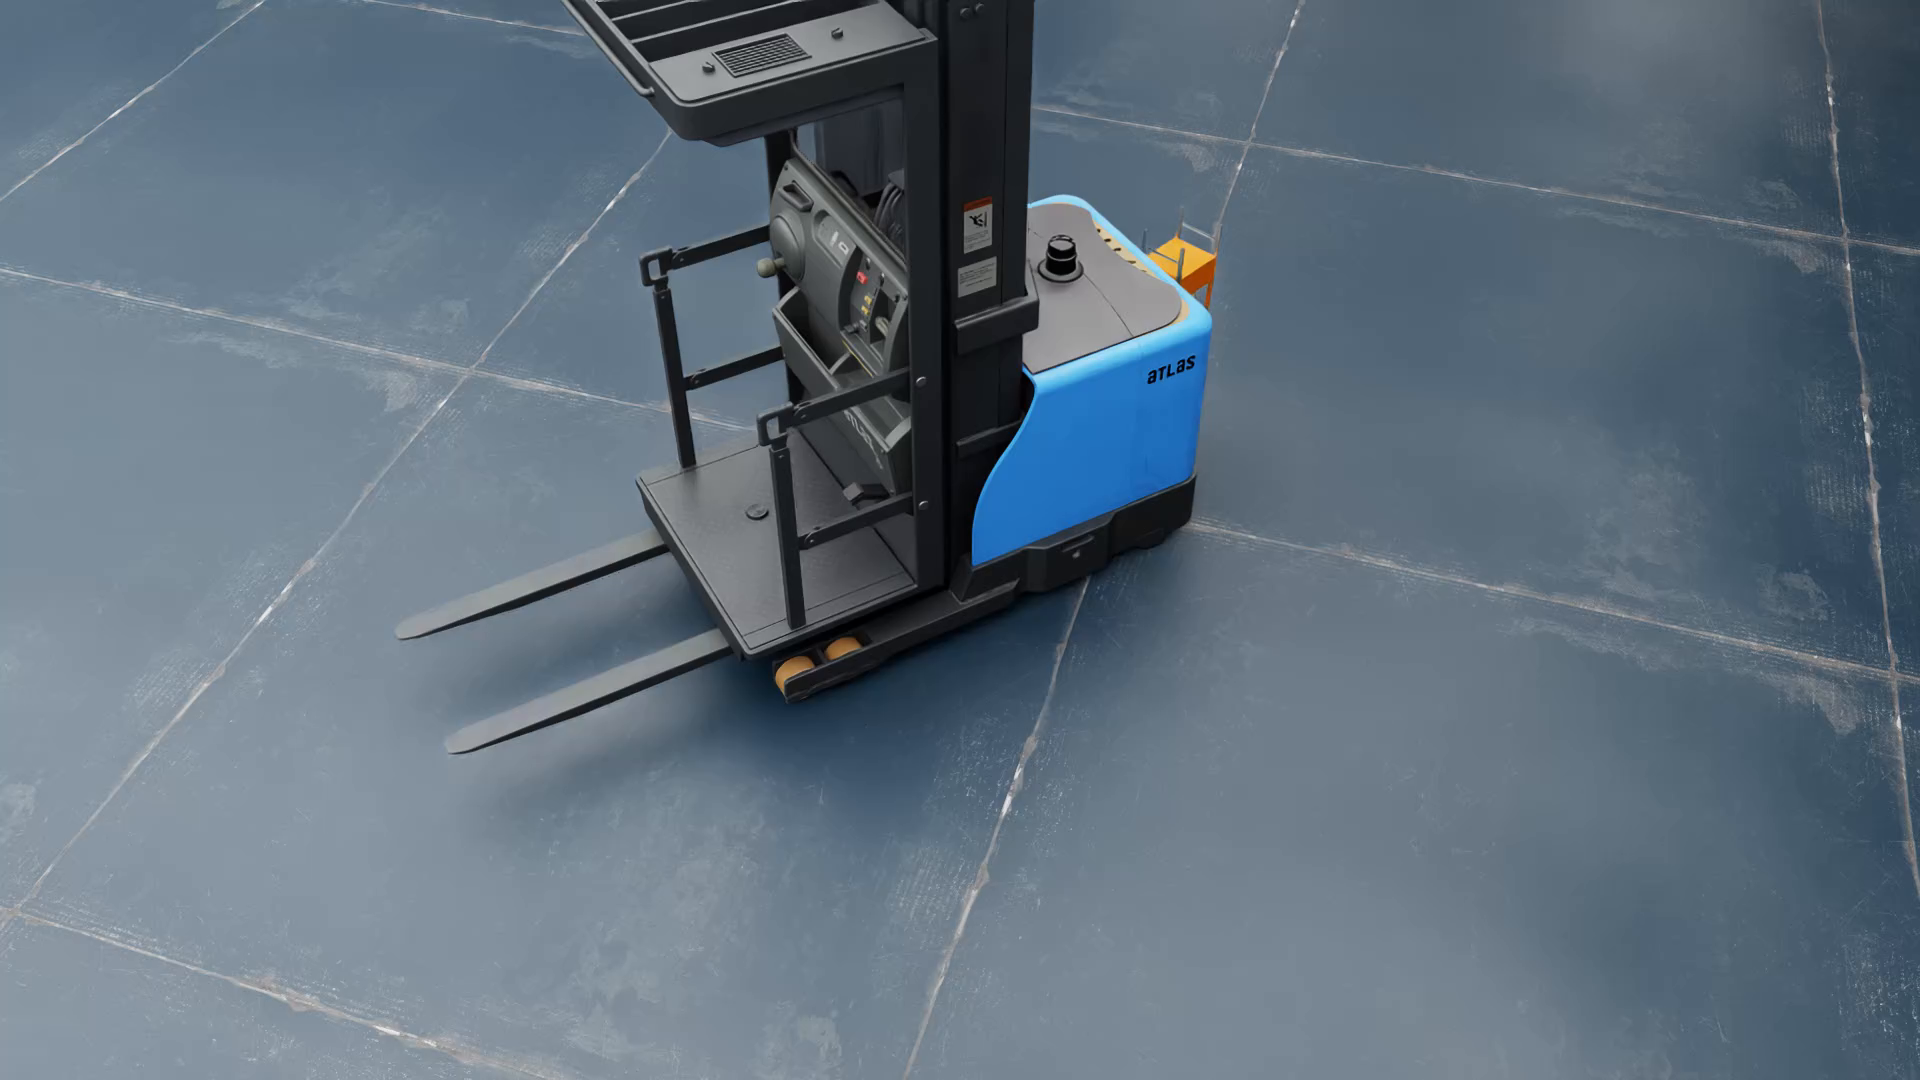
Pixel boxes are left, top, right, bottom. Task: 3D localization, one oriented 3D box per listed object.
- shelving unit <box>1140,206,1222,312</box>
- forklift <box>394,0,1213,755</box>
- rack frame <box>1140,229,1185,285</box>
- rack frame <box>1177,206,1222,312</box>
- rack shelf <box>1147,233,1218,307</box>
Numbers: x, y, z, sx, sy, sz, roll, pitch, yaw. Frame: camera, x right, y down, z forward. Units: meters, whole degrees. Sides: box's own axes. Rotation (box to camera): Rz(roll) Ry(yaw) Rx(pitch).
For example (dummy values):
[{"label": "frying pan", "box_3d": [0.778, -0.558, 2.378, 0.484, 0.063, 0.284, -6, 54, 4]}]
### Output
[{"label": "shelving unit", "box_3d": [0.852, -0.832, 6.841, 0.215, 1.050, 0.252, 33, 50, 29]}, {"label": "forklift", "box_3d": [-0.596, -0.881, 5.555, 3.031, 2.935, 1.130, -22, 48, -21]}, {"label": "rack frame", "box_3d": [0.770, -0.774, 6.772, 0.200, 1.050, 0.008, 33, 50, 29]}, {"label": "rack frame", "box_3d": [0.934, -0.891, 6.910, 0.200, 1.050, 0.008, 33, 50, 29]}, {"label": "rack shelf", "box_3d": [0.861, -1.034, 6.658, 0.215, 0.259, 0.240, 33, 50, 29]}]
